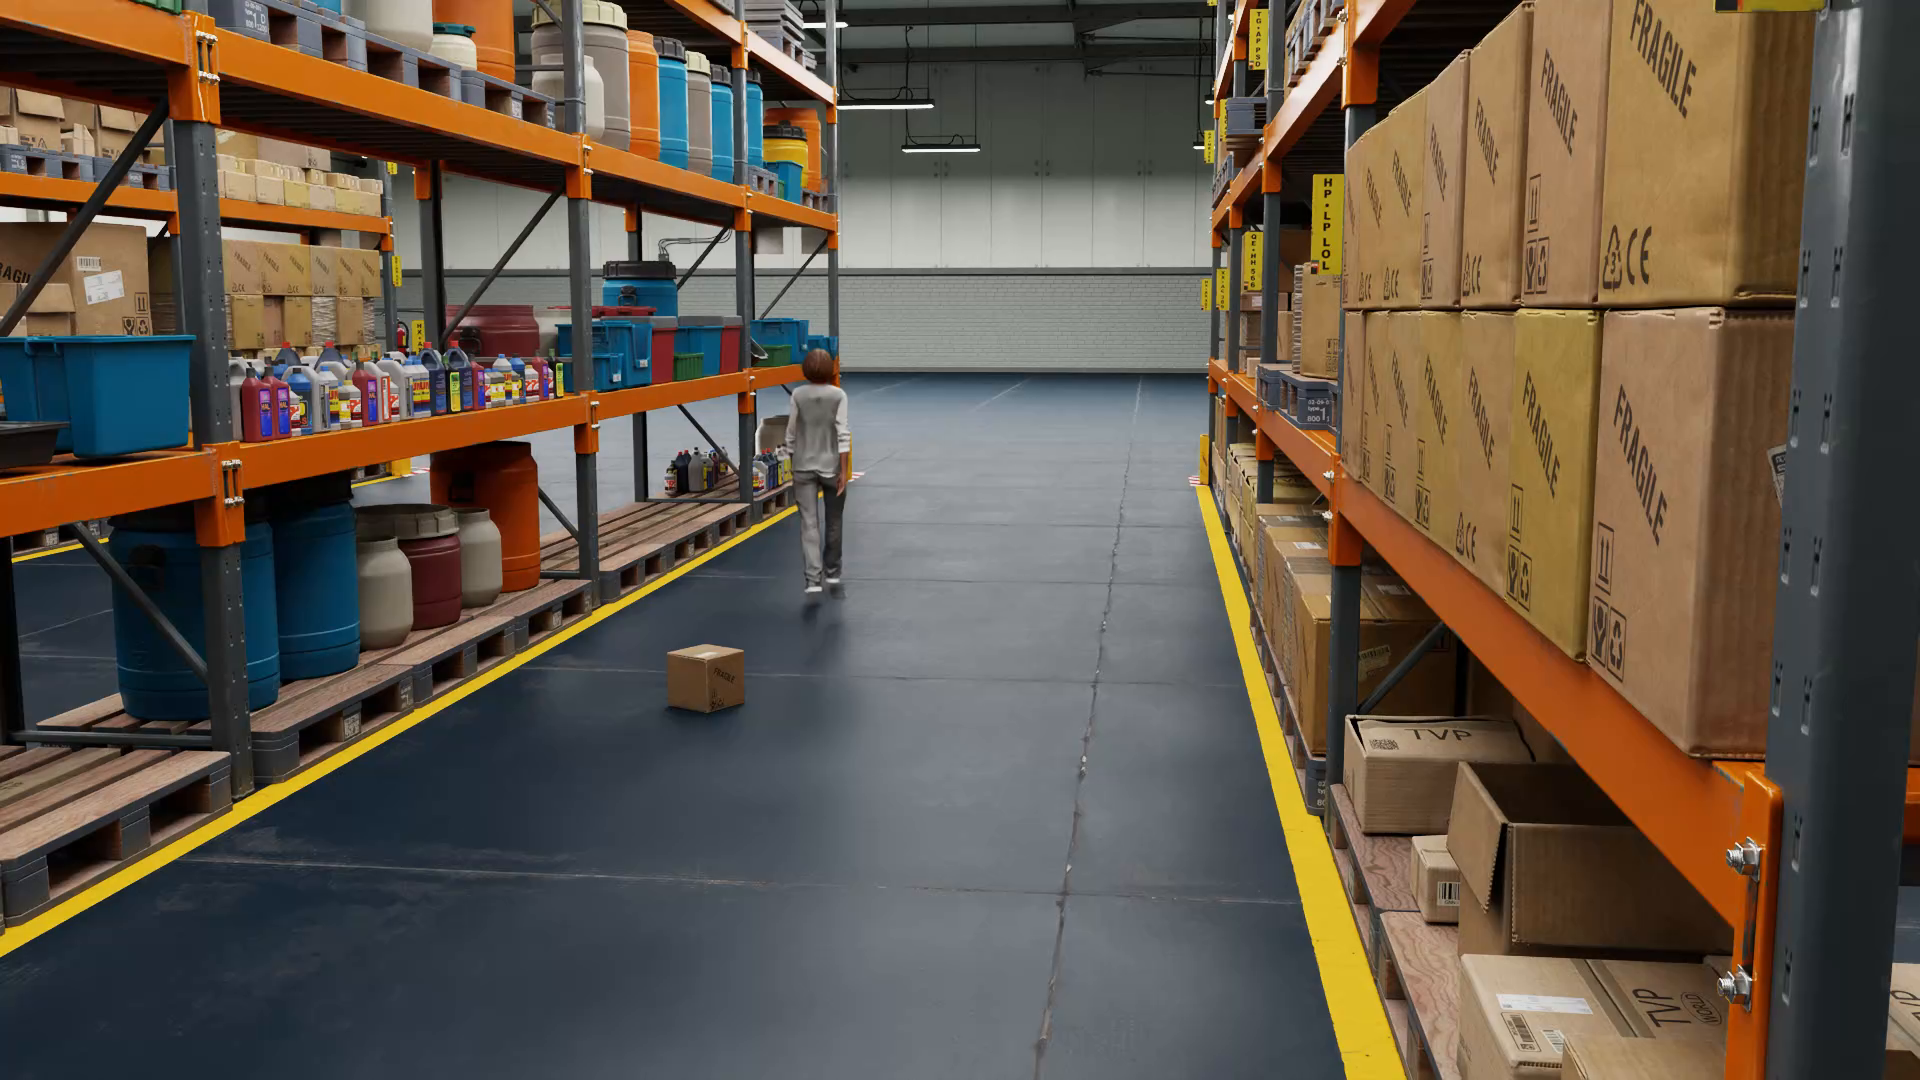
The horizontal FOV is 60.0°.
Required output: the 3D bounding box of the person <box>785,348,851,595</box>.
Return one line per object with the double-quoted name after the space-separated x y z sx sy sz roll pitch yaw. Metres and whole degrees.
-0.902 -0.451 10.566 0.409 1.537 0.949 -1 8 -6 "person"
